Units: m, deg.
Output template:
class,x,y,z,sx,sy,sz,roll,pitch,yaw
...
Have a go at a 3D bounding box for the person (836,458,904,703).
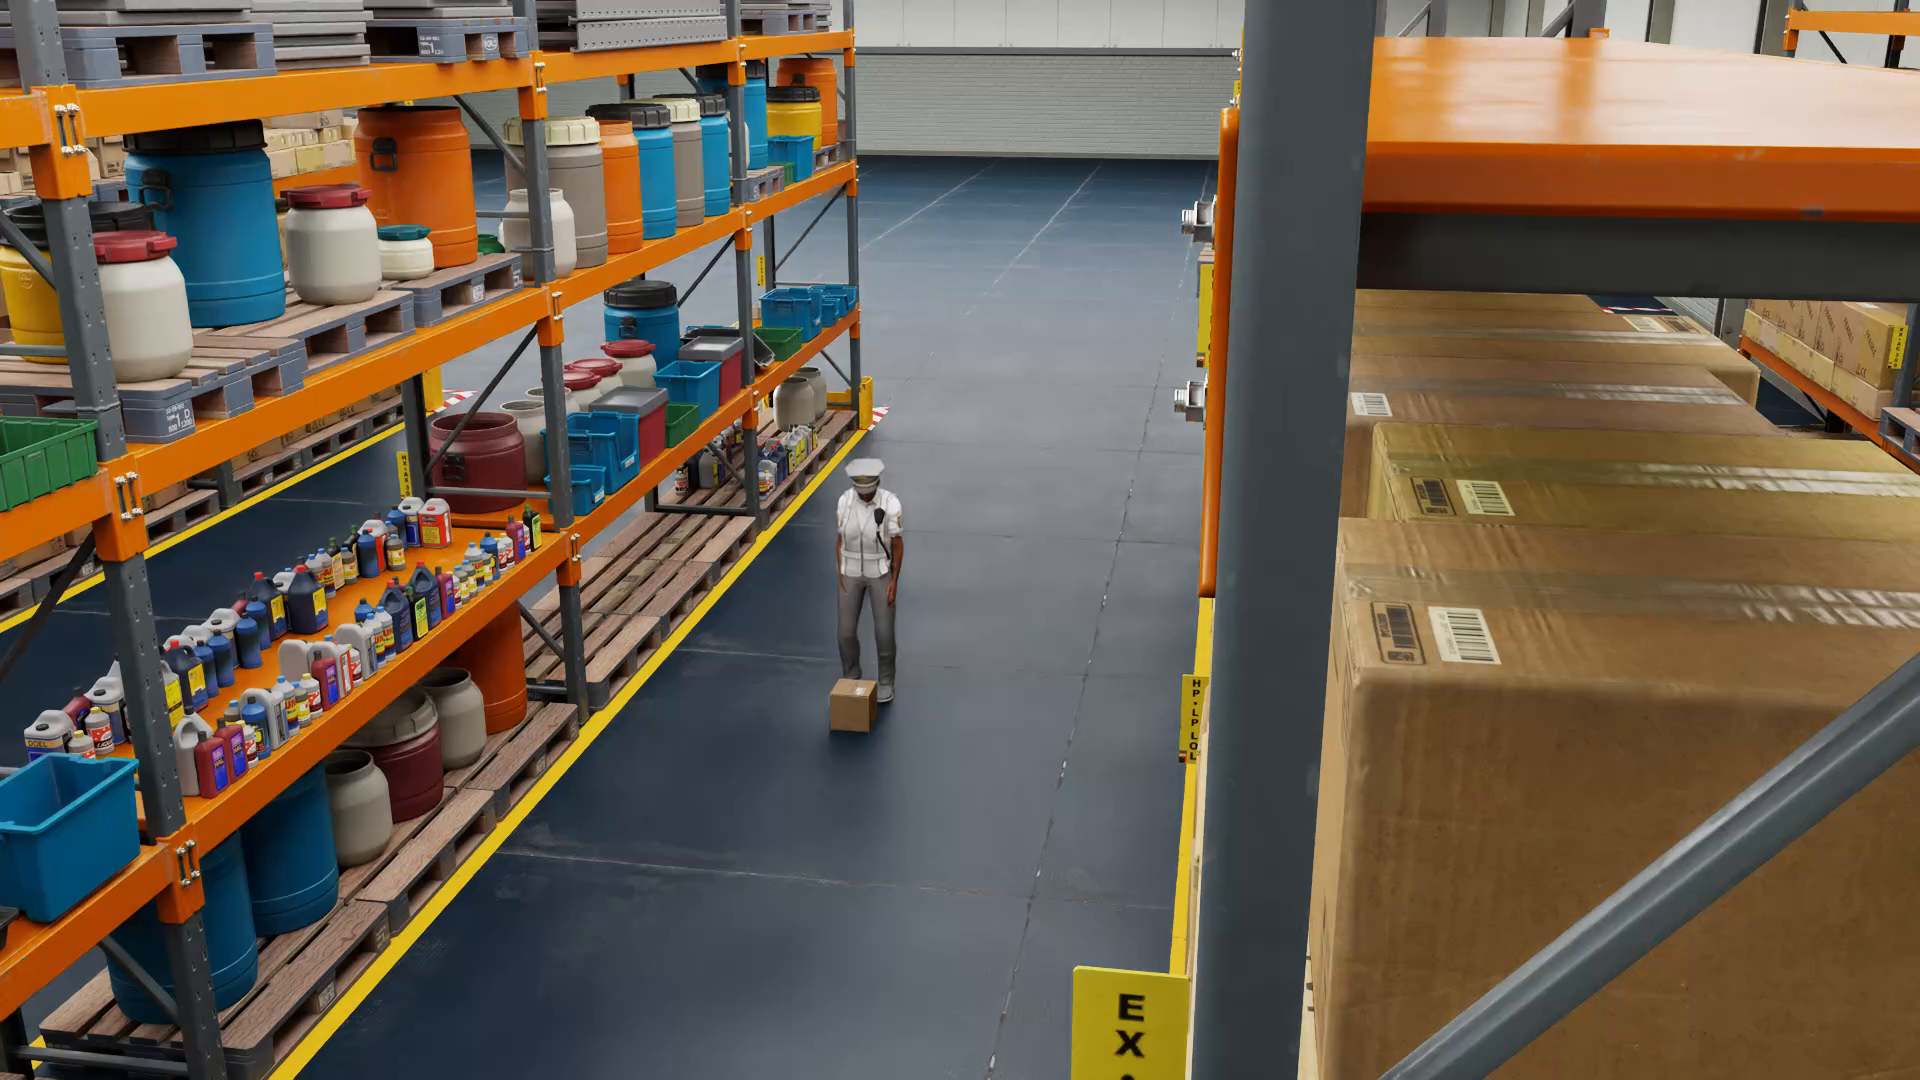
class,x,y,z,sx,sy,sz,roll,pitch,yaw
person,-0.586,0.261,10.816,0.450,1.636,0.410,3,18,10
